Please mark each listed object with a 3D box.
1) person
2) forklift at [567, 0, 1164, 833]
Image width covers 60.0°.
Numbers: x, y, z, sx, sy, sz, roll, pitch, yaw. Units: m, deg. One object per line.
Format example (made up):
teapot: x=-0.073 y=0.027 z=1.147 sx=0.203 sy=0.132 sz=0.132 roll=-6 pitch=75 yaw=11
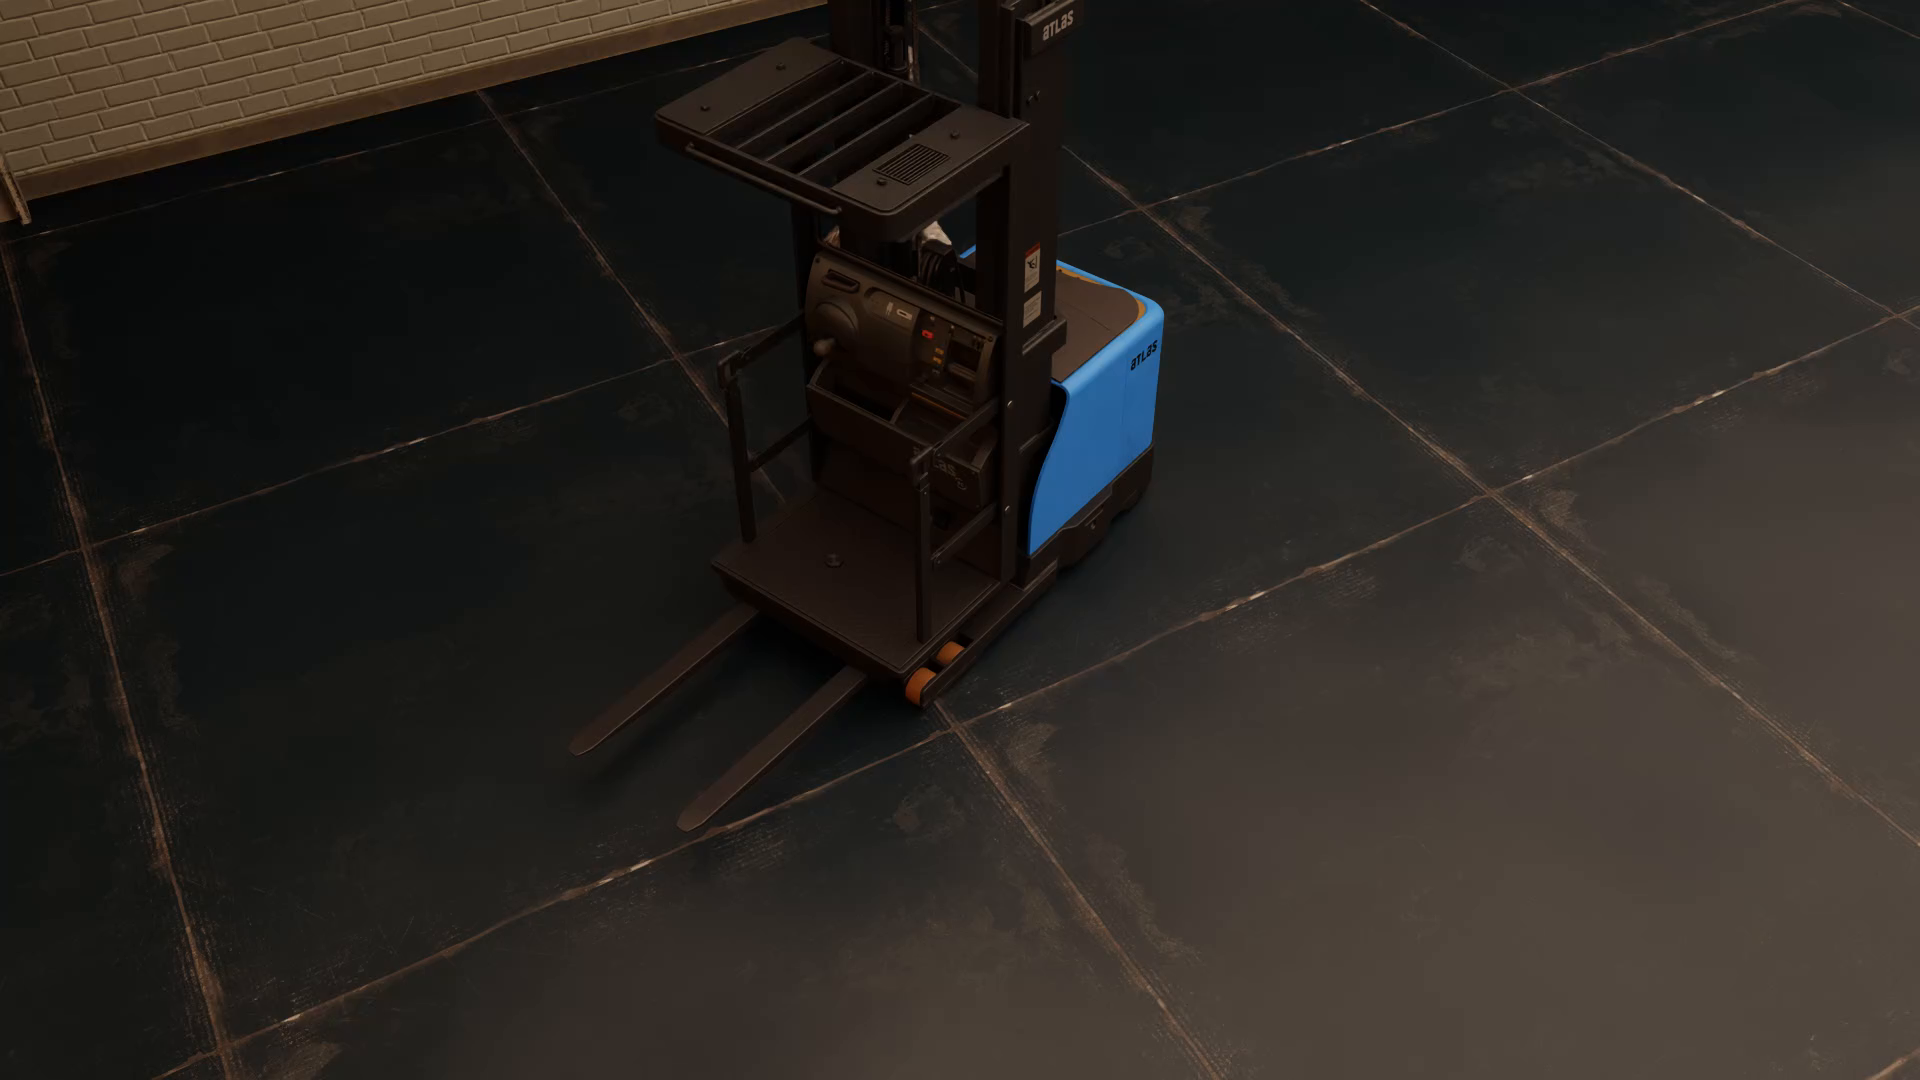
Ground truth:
person: x=-0.282 y=-1.961 z=8.898 sx=0.964 sy=1.496 sz=1.066 roll=-4 pitch=43 yaw=-4
forklift: x=-0.375 y=-0.749 z=6.505 sx=1.130 sy=2.935 sz=3.031 roll=28 pitch=50 yaw=27
